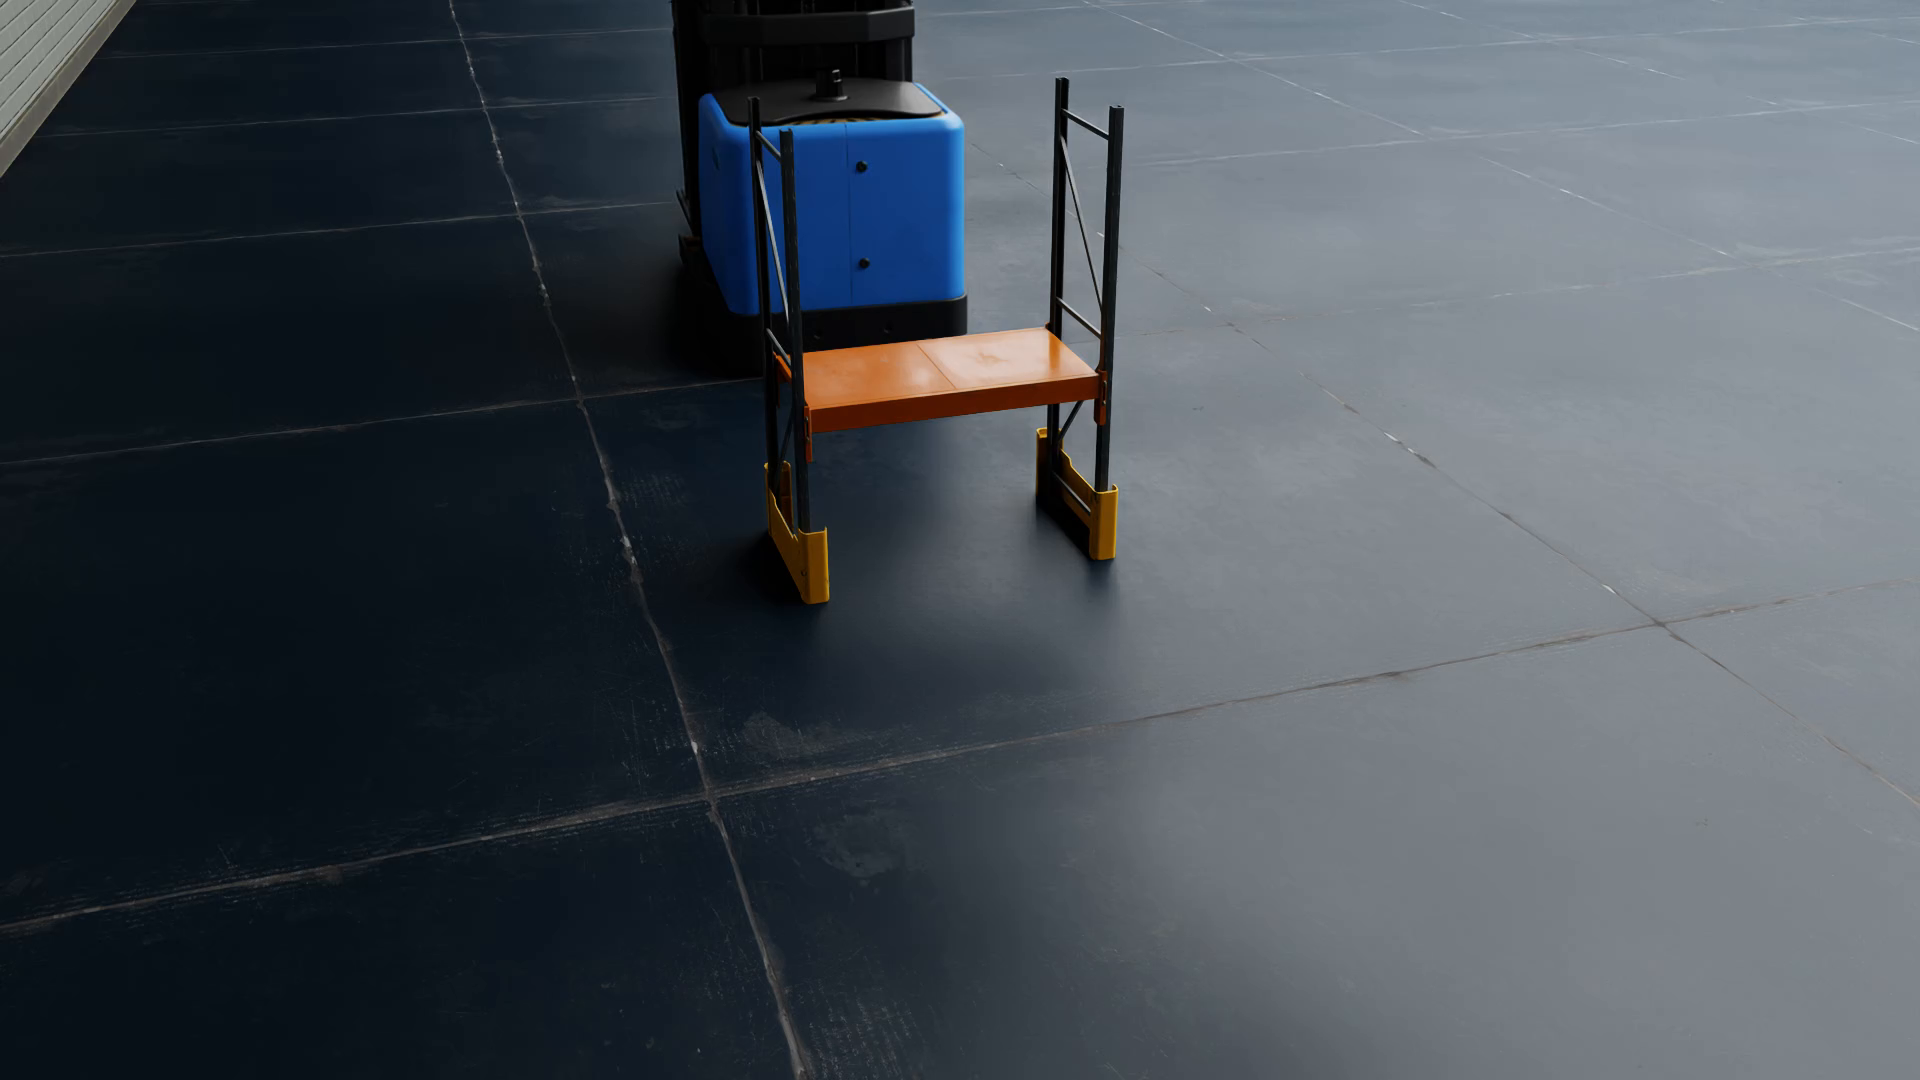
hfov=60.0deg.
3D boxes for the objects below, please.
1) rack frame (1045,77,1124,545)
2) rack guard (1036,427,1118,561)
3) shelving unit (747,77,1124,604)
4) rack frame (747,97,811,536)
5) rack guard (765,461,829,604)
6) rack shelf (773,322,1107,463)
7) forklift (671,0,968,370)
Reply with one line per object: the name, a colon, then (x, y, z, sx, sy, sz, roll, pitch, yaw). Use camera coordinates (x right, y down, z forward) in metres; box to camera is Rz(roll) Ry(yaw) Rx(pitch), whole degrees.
rack frame: (0.402, -0.730, 5.534, 0.032, 1.500, 0.500, -8, 28, -16)
rack guard: (0.401, -0.170, 5.811, 0.087, 0.250, 0.587, -8, 28, -16)
shelving unit: (-0.073, -0.661, 5.395, 1.083, 1.500, 0.587, -8, 28, -16)
rack frame: (-0.564, -0.590, 5.252, 0.032, 1.500, 0.500, -8, 28, -16)
rack guard: (-0.546, -0.033, 5.535, 0.087, 0.250, 0.587, -8, 28, -16)
rack shelf: (-0.081, -0.499, 5.473, 1.000, 0.185, 0.538, -8, 28, -16)
forklift: (-0.826, -2.667, 7.826, 1.130, 2.935, 3.031, -6, 27, -13)
